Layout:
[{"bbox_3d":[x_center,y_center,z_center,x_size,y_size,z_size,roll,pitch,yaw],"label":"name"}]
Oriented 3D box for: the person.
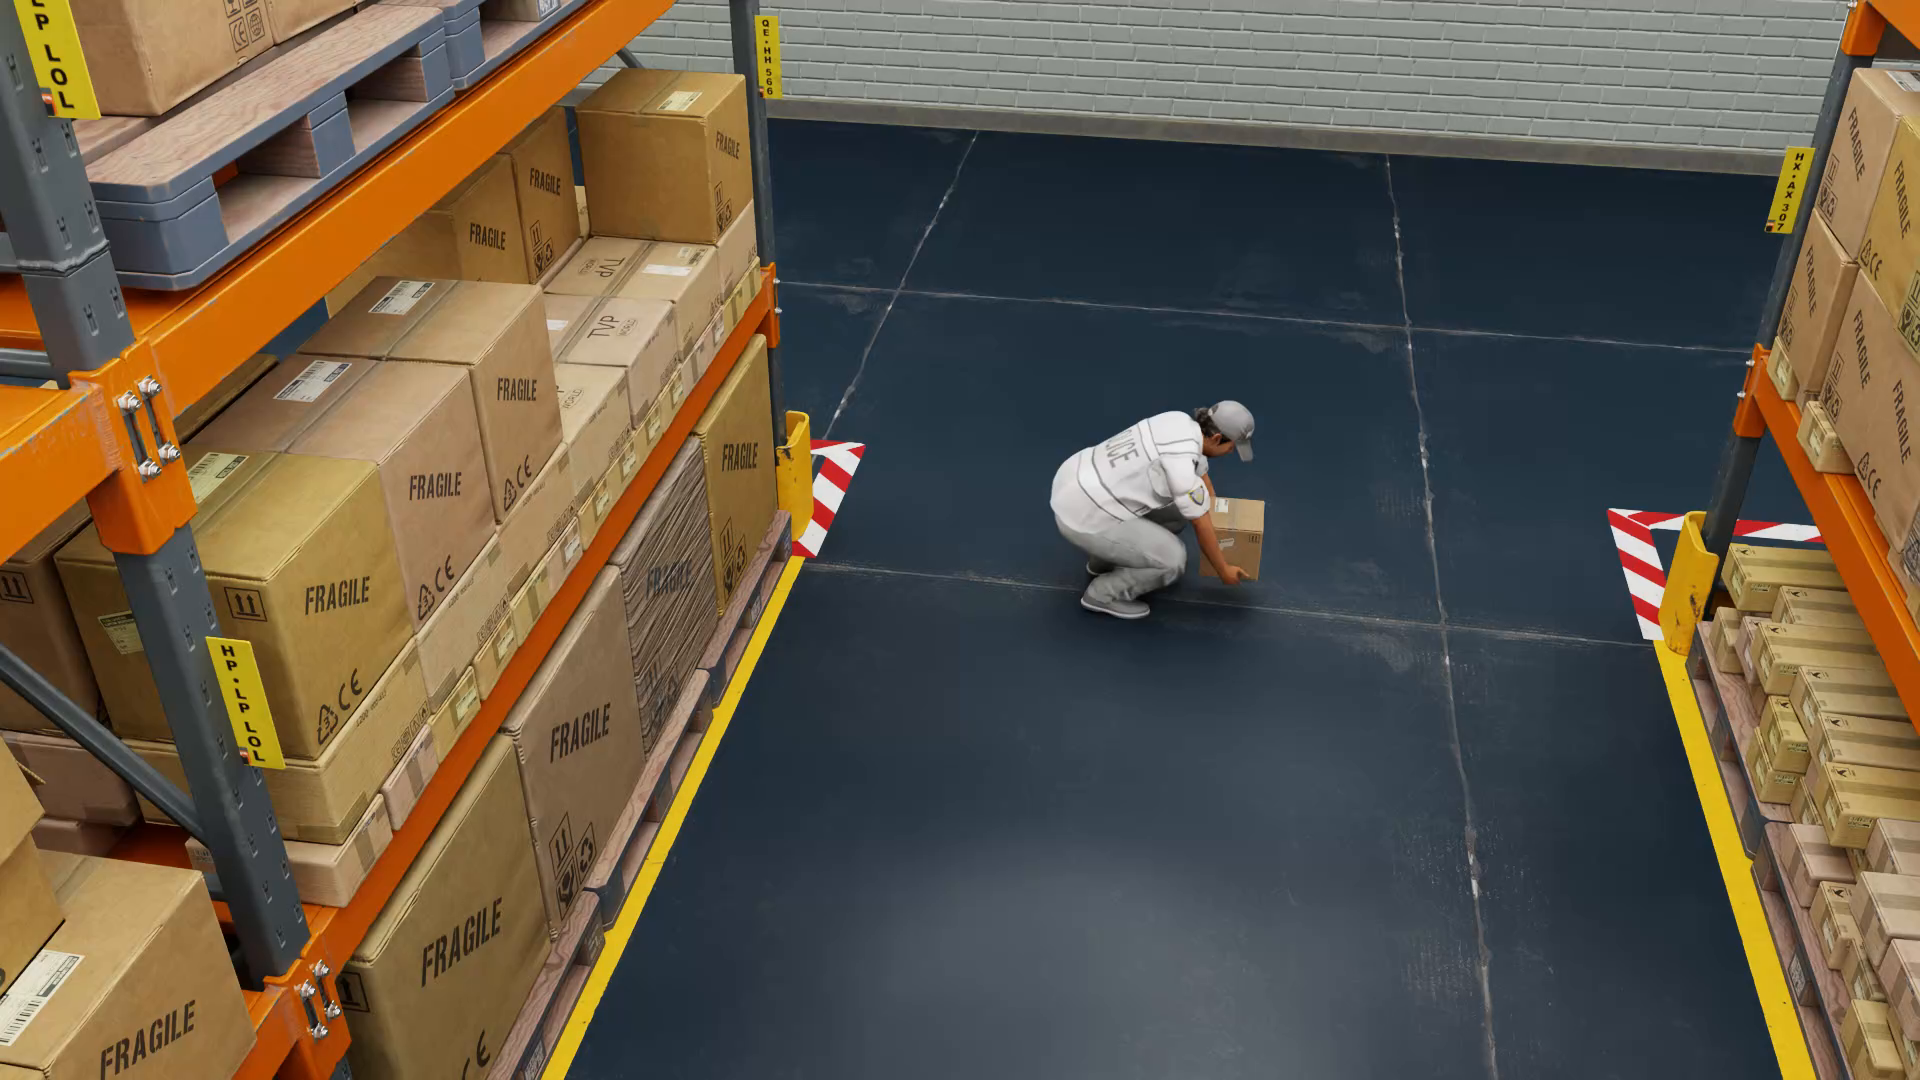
[{"bbox_3d":[0.818,-0.156,7.056,0.866,0.954,0.509,5,33,7],"label":"person"}]
